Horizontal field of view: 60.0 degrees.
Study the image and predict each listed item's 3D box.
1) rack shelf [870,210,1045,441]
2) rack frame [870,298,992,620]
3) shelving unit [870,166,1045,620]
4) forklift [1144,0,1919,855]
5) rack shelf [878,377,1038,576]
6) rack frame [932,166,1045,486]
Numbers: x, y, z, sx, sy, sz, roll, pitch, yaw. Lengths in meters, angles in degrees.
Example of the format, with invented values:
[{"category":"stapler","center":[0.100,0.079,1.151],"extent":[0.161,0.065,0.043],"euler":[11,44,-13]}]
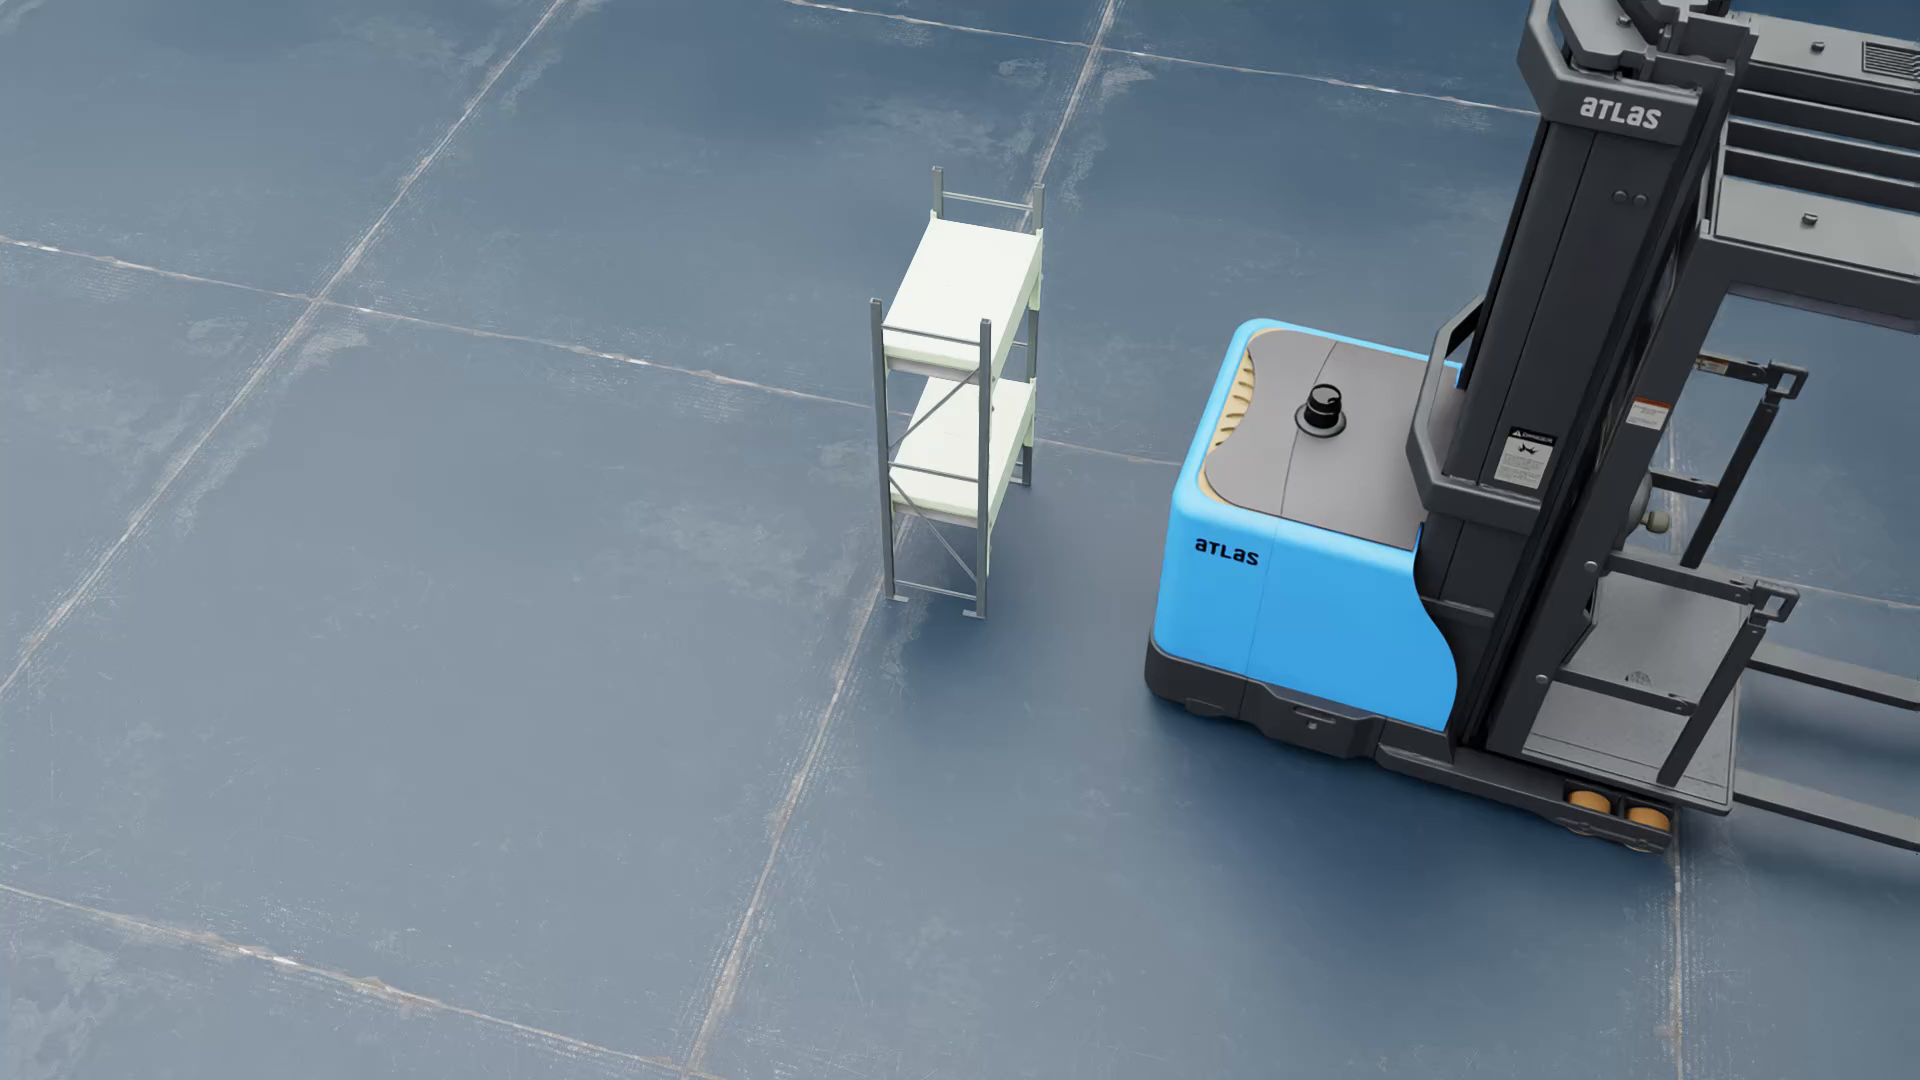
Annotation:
[{"category":"rack shelf","center":[0.002,-0.759,5.818],"extent":[0.431,0.370,0.720],"euler":[12,50,10]},{"category":"rack frame","center":[-0.095,-0.236,5.877],"extent":[0.400,1.500,0.023],"euler":[12,50,10]},{"category":"shelving unit","center":[0.002,-0.501,6.111],"extent":[0.431,1.500,0.755],"euler":[12,50,10]},{"category":"forklift","center":[2.251,-0.351,5.024],"extent":[3.031,2.935,1.130],"euler":[15,50,13]},{"category":"rack shelf","center":[0.002,-0.285,6.355],"extent":[0.431,0.370,0.720],"euler":[12,50,10]},{"category":"rack frame","center":[0.098,-0.766,6.344],"extent":[0.400,1.500,0.023],"euler":[12,50,10]}]
